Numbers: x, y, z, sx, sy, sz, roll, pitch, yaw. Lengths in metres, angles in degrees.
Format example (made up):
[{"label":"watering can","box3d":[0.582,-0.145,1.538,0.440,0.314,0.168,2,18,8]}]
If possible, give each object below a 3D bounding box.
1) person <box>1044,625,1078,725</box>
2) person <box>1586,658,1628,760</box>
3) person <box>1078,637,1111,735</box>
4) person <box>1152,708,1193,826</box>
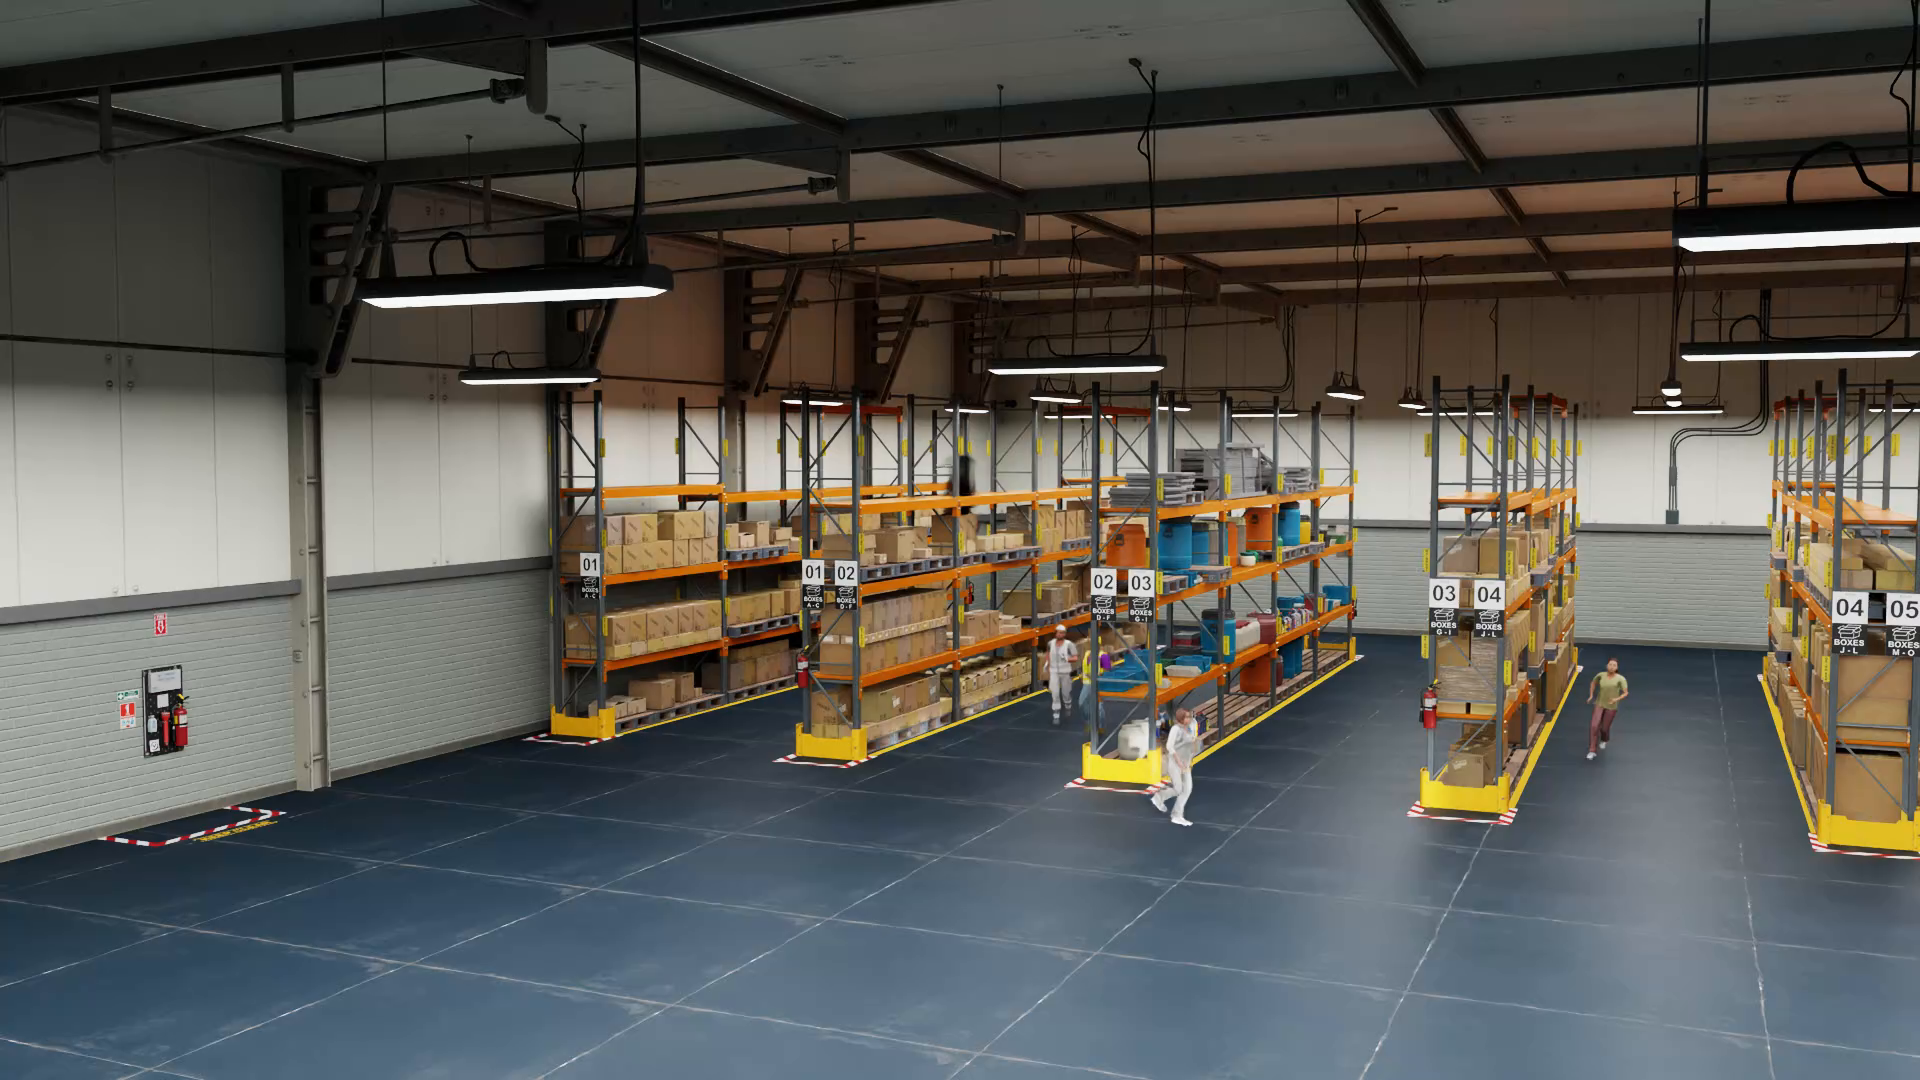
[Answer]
[{"label":"person","box3d":[1.831,2.414,30.138,0.657,1.770,0.990,1,3,14]},{"label":"person","box3d":[10.469,2.701,26.872,0.623,1.630,0.855,2,4,31]},{"label":"person","box3d":[2.333,2.525,28.878,0.658,1.753,0.689,2,4,37]},{"label":"person","box3d":[2.831,2.997,22.186,0.654,1.561,0.546,3,4,44]}]
